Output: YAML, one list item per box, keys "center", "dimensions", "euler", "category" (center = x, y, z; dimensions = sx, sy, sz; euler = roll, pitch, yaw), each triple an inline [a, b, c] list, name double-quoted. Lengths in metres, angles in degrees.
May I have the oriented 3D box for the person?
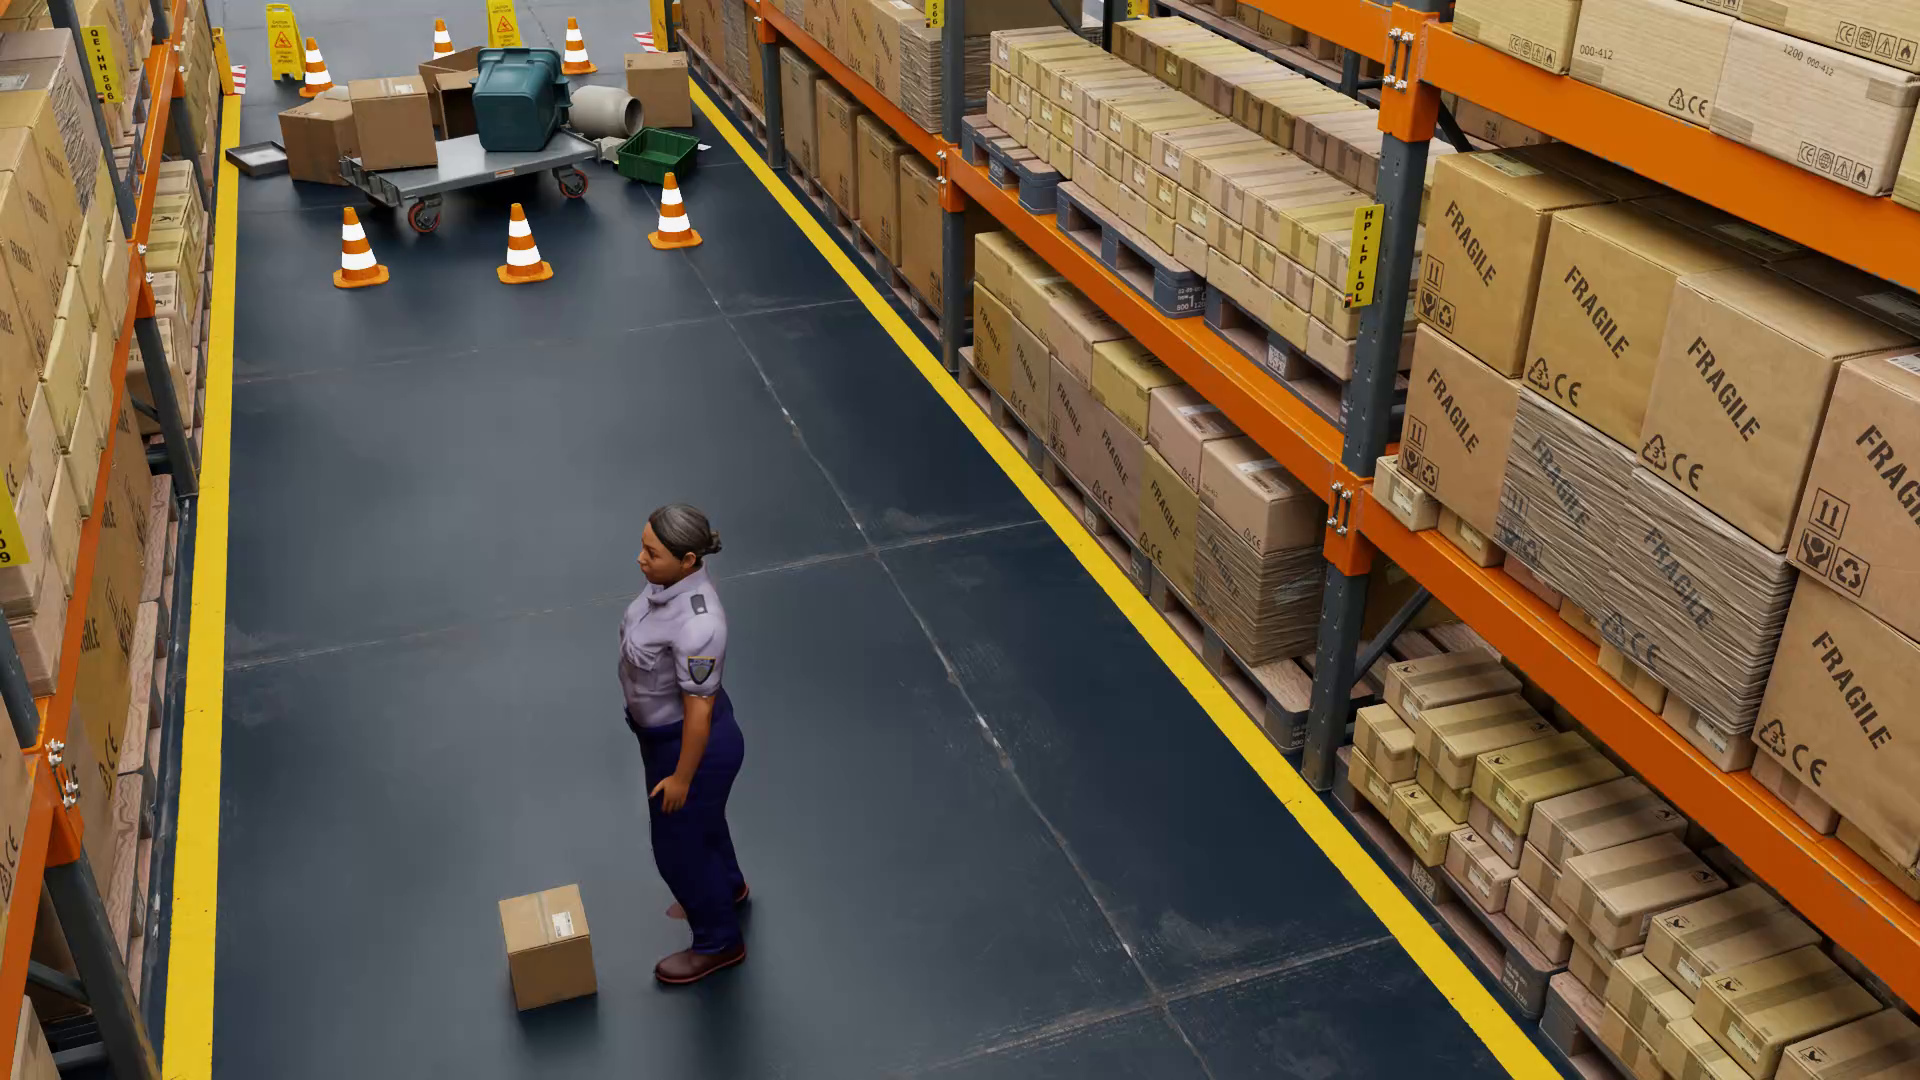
- center: [-0.842, 0.633, 5.097]
  dimensions: [0.370, 1.678, 0.475]
  euler: [-10, 31, -16]
  category: "person"
